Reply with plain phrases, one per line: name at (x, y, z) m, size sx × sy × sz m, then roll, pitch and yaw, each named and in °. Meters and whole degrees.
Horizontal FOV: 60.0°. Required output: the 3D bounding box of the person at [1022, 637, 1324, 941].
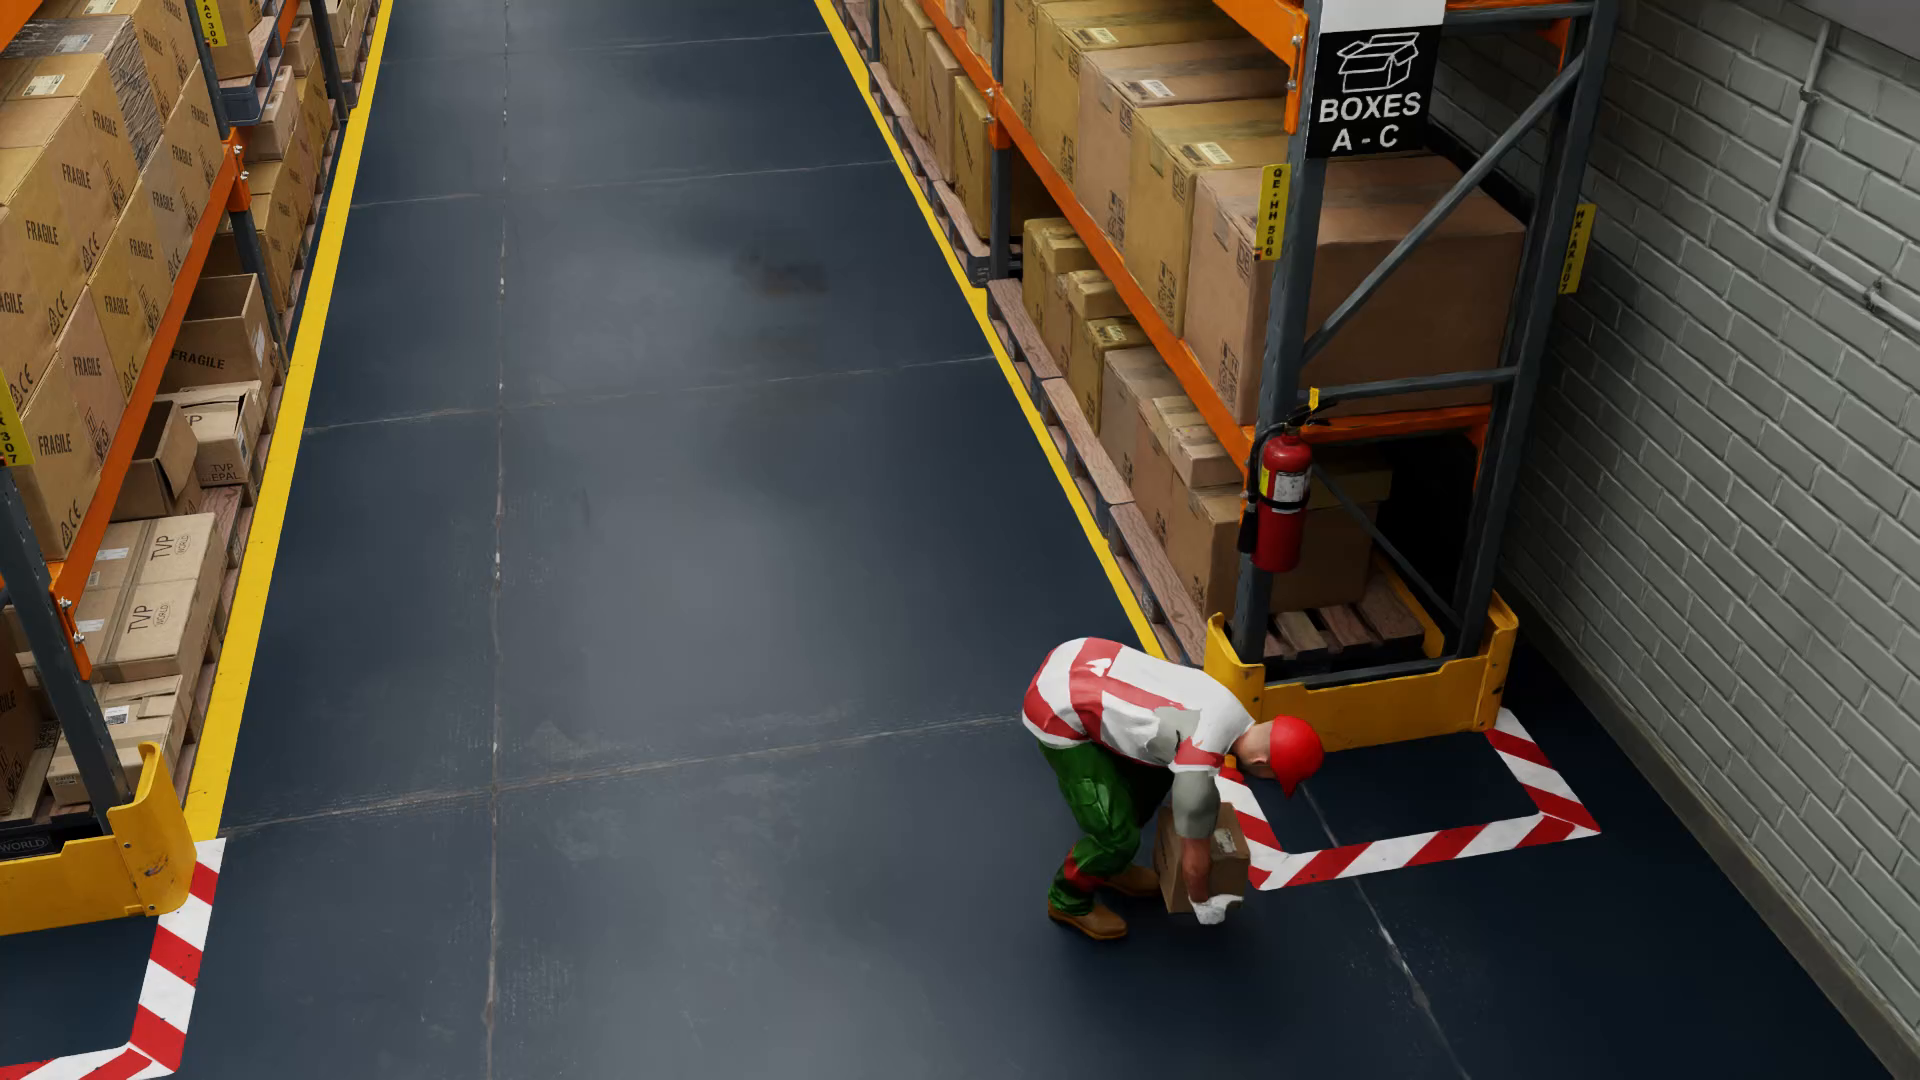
person at (0.674, 0.862, 5.480) m, size 0.961 × 1.073 × 0.503 m, roll 13°, pitch 36°, yaw 19°
